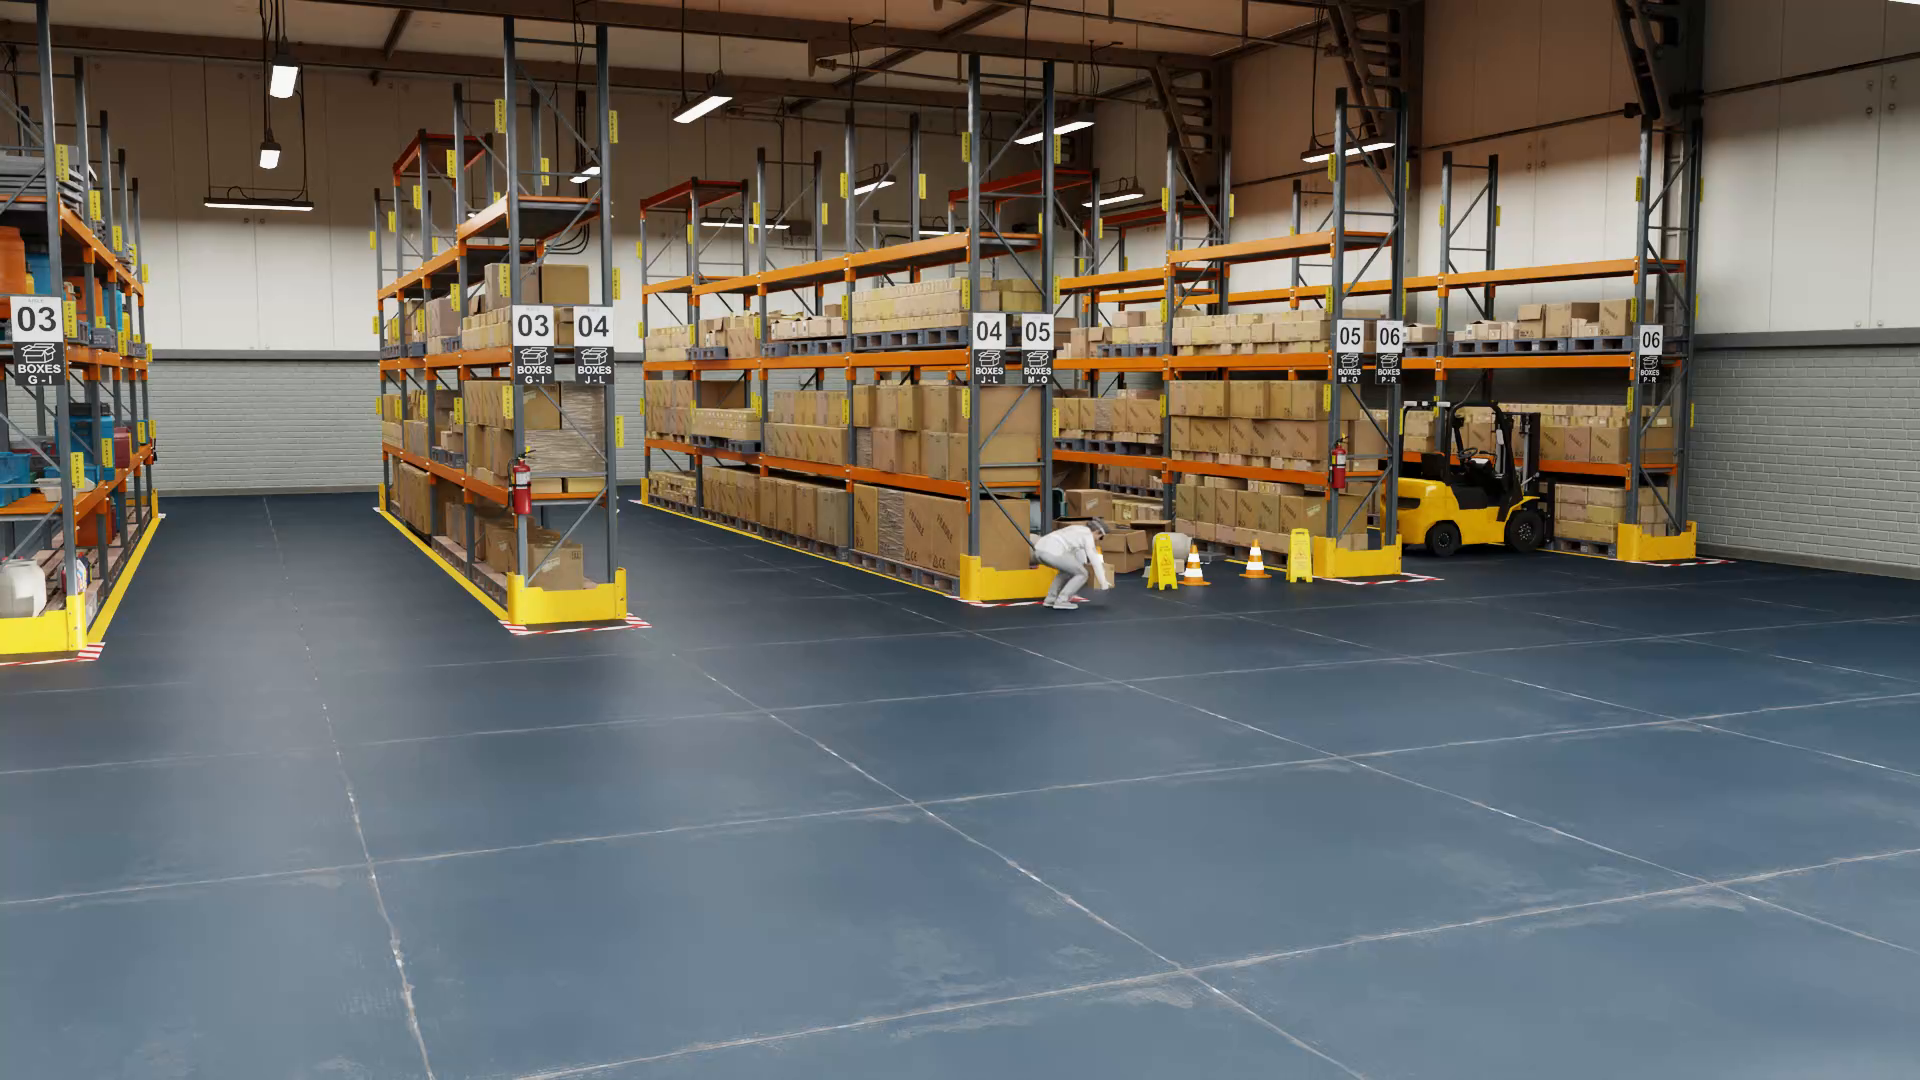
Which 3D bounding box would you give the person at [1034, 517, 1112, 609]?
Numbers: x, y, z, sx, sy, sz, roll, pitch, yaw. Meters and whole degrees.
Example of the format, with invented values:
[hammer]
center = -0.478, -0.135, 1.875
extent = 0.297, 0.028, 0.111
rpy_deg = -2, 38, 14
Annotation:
[person]
center = 1.234, 0.244, 18.063
extent = 0.903, 0.981, 0.468
rpy_deg = -3, 6, -26
